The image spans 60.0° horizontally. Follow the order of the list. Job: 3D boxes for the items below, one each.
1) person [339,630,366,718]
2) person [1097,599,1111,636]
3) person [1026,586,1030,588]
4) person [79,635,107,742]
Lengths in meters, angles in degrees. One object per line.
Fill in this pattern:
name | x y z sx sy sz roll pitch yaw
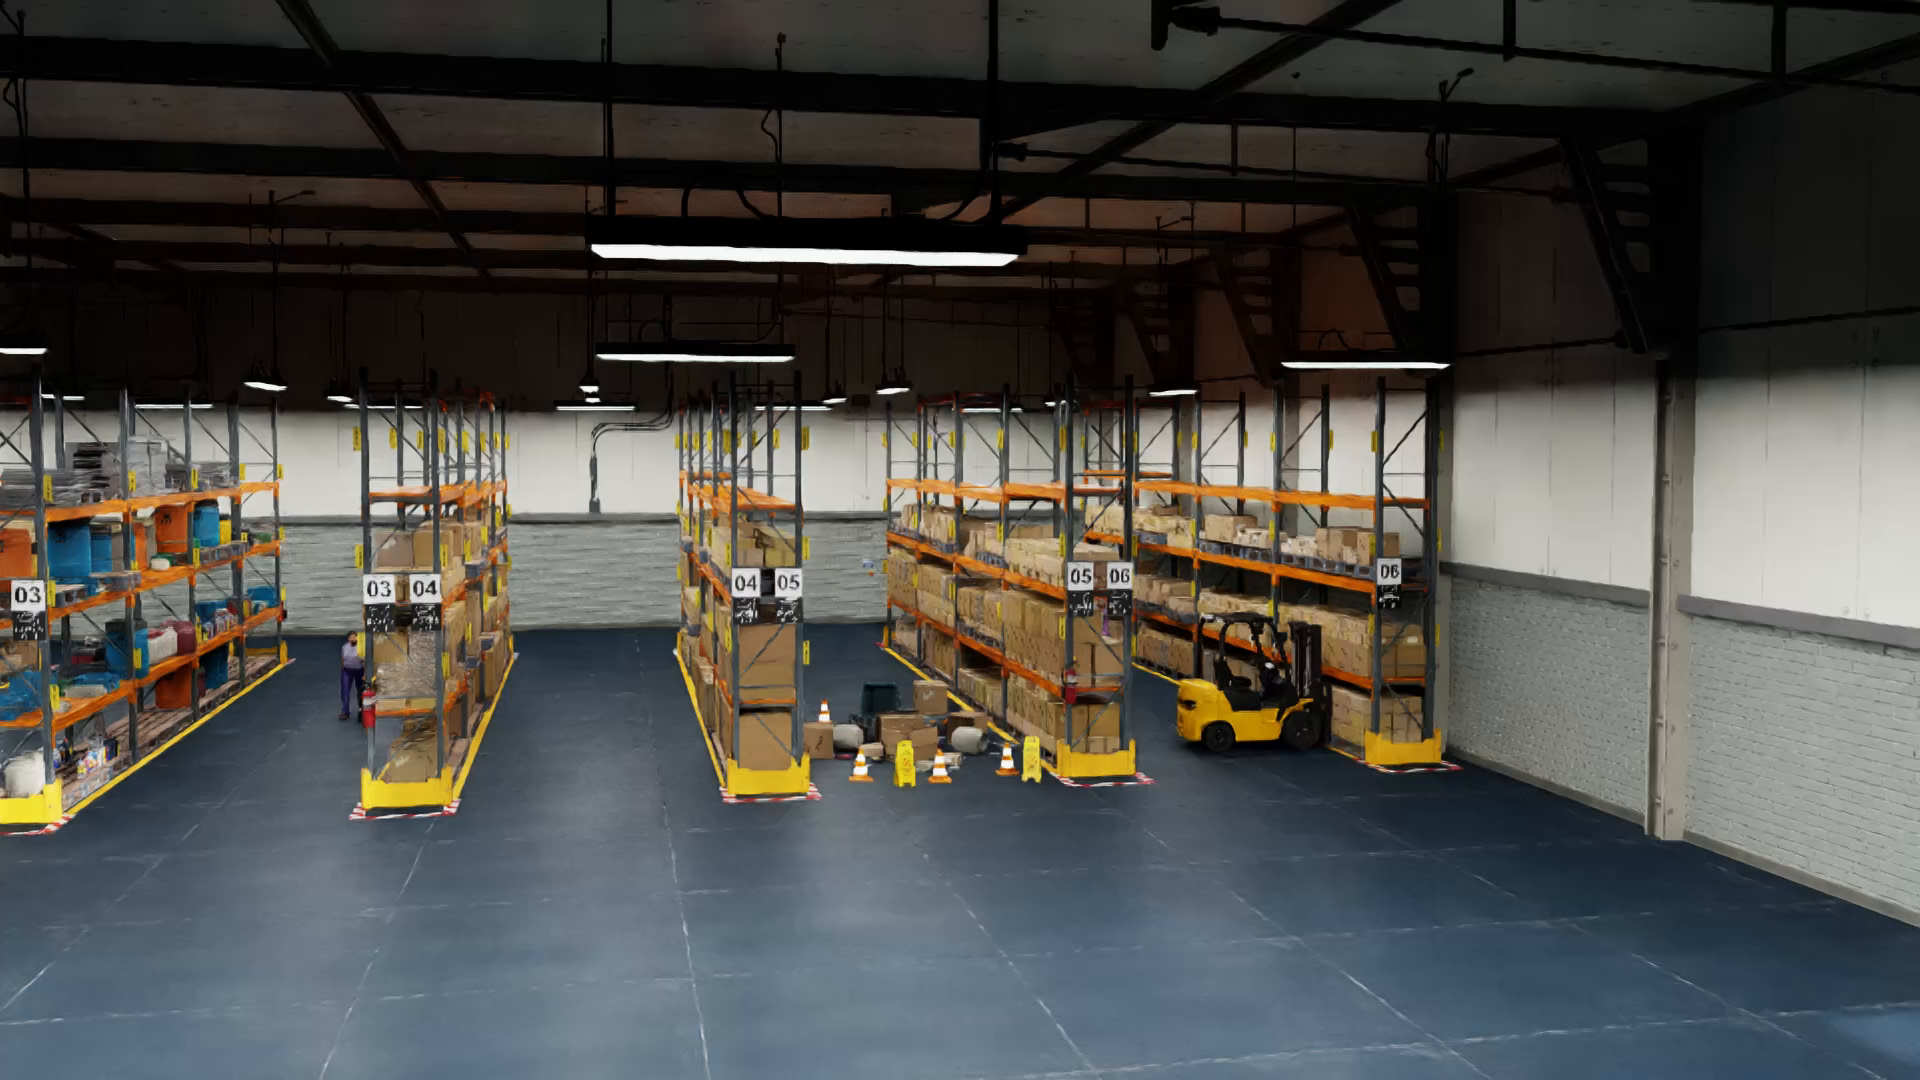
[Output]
person | -10.980 2.410 30.166 0.478 1.567 1.074 -1 4 -15
person | 3.055 2.064 35.858 0.542 1.578 0.540 1 3 9
person | 1.544 1.857 38.630 0.557 1.662 0.592 0 3 8
person | -13.854 2.360 26.540 0.528 1.672 0.531 0 3 -3
